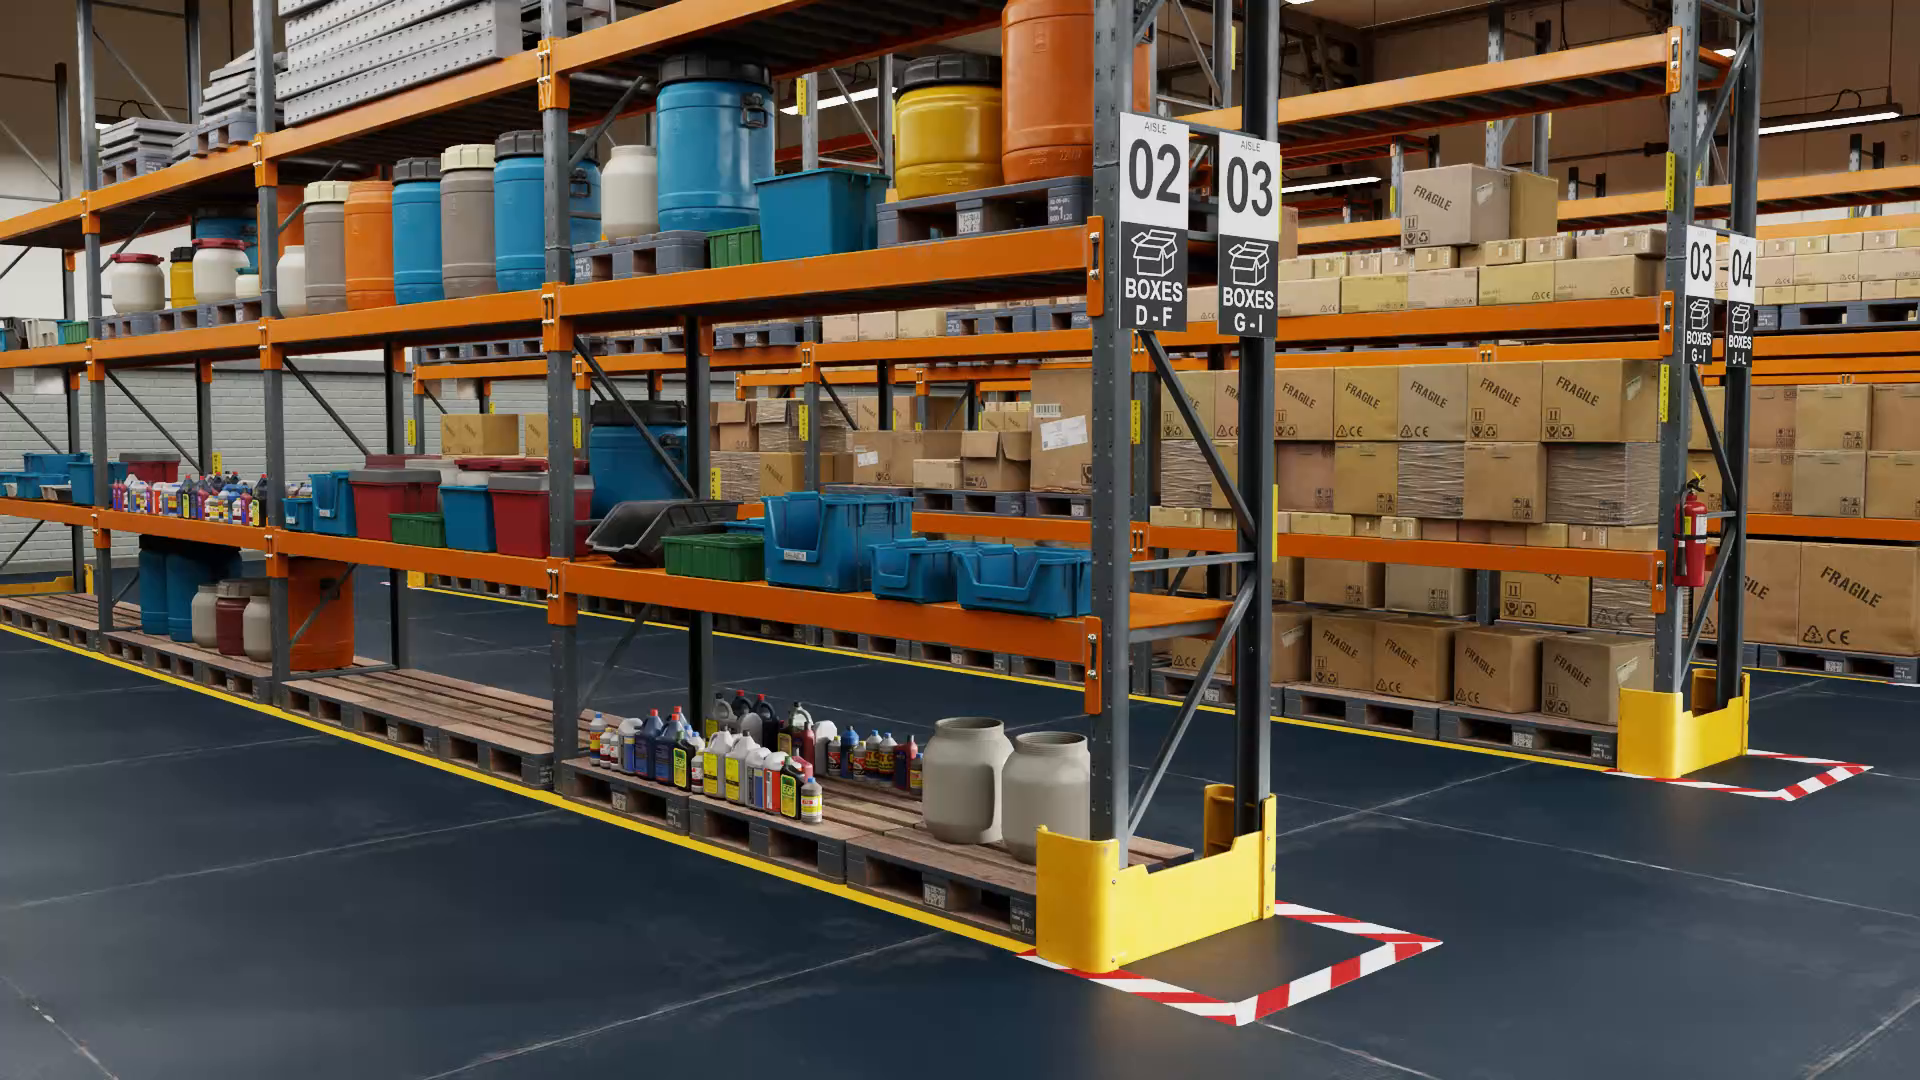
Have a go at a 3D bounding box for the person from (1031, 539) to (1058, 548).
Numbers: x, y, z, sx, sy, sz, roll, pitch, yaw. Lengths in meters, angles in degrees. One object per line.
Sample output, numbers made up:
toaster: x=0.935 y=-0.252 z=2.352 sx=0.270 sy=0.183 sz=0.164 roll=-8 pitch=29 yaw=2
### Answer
person: x=0.948 y=-0.079 z=18.336 sx=0.610 sy=1.762 sz=0.595 roll=0 pitch=4 yaw=4
